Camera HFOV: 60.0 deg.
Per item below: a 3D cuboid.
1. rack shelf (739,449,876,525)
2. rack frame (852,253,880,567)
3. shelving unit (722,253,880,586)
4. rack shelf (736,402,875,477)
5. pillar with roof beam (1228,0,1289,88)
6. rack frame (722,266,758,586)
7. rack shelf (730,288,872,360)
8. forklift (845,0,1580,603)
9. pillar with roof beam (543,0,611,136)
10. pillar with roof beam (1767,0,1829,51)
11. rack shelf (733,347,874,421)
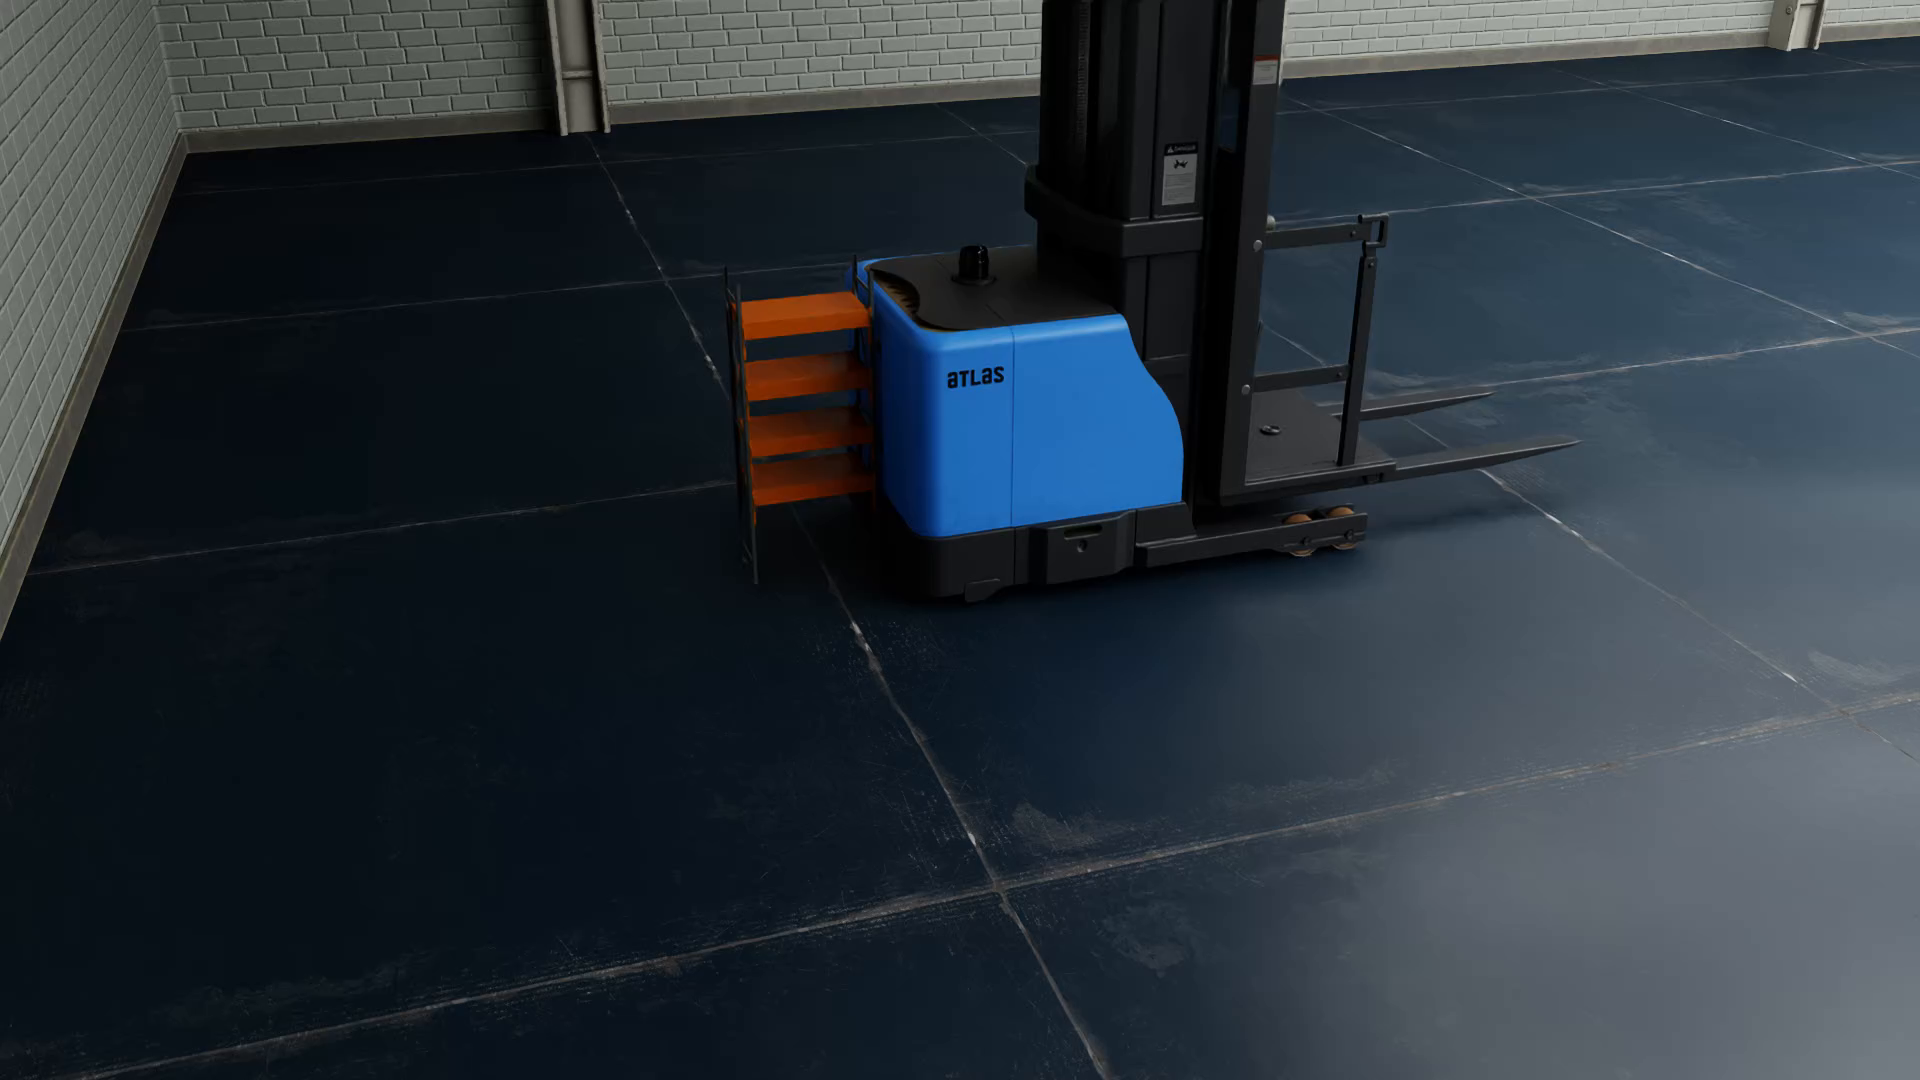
[{"bbox_3d":[-0.590,-0.208,6.418,0.480,0.148,0.258,-9,28,-17],"label":"rack shelf"},{"bbox_3d":[-0.359,-0.481,6.370,0.015,1.200,0.240,-9,28,-17],"label":"rack frame"},{"bbox_3d":[-0.590,-0.447,6.300,0.503,1.200,0.258,-9,28,-17],"label":"shelving unit"},{"bbox_3d":[-0.590,-0.386,6.330,0.480,0.148,0.258,-9,28,-17],"label":"rack shelf"},{"bbox_3d":[4.000,-6.347,9.415,0.400,9.000,9.100,-8,28,-16],"label":"pillar with roof beam"},{"bbox_3d":[-0.821,-0.412,6.230,0.015,1.200,0.240,-9,28,-17],"label":"rack frame"},{"bbox_3d":[-0.590,-0.798,6.125,0.480,0.148,0.258,-9,28,-17],"label":"rack shelf"},{"bbox_3d":[1.109,-1.459,6.392,3.031,2.935,1.130,-9,28,-17],"label":"forklift"},{"bbox_3d":[-1.705,-5.521,7.751,0.400,9.000,9.100,-8,28,-16],"label":"pillar with roof beam"},{"bbox_3d":[9.705,-7.173,11.079,0.400,9.000,9.100,-8,28,-16],"label":"pillar with roof beam"},{"bbox_3d":[-0.590,-0.587,6.231,0.480,0.148,0.258,-9,28,-17],"label":"rack shelf"}]
